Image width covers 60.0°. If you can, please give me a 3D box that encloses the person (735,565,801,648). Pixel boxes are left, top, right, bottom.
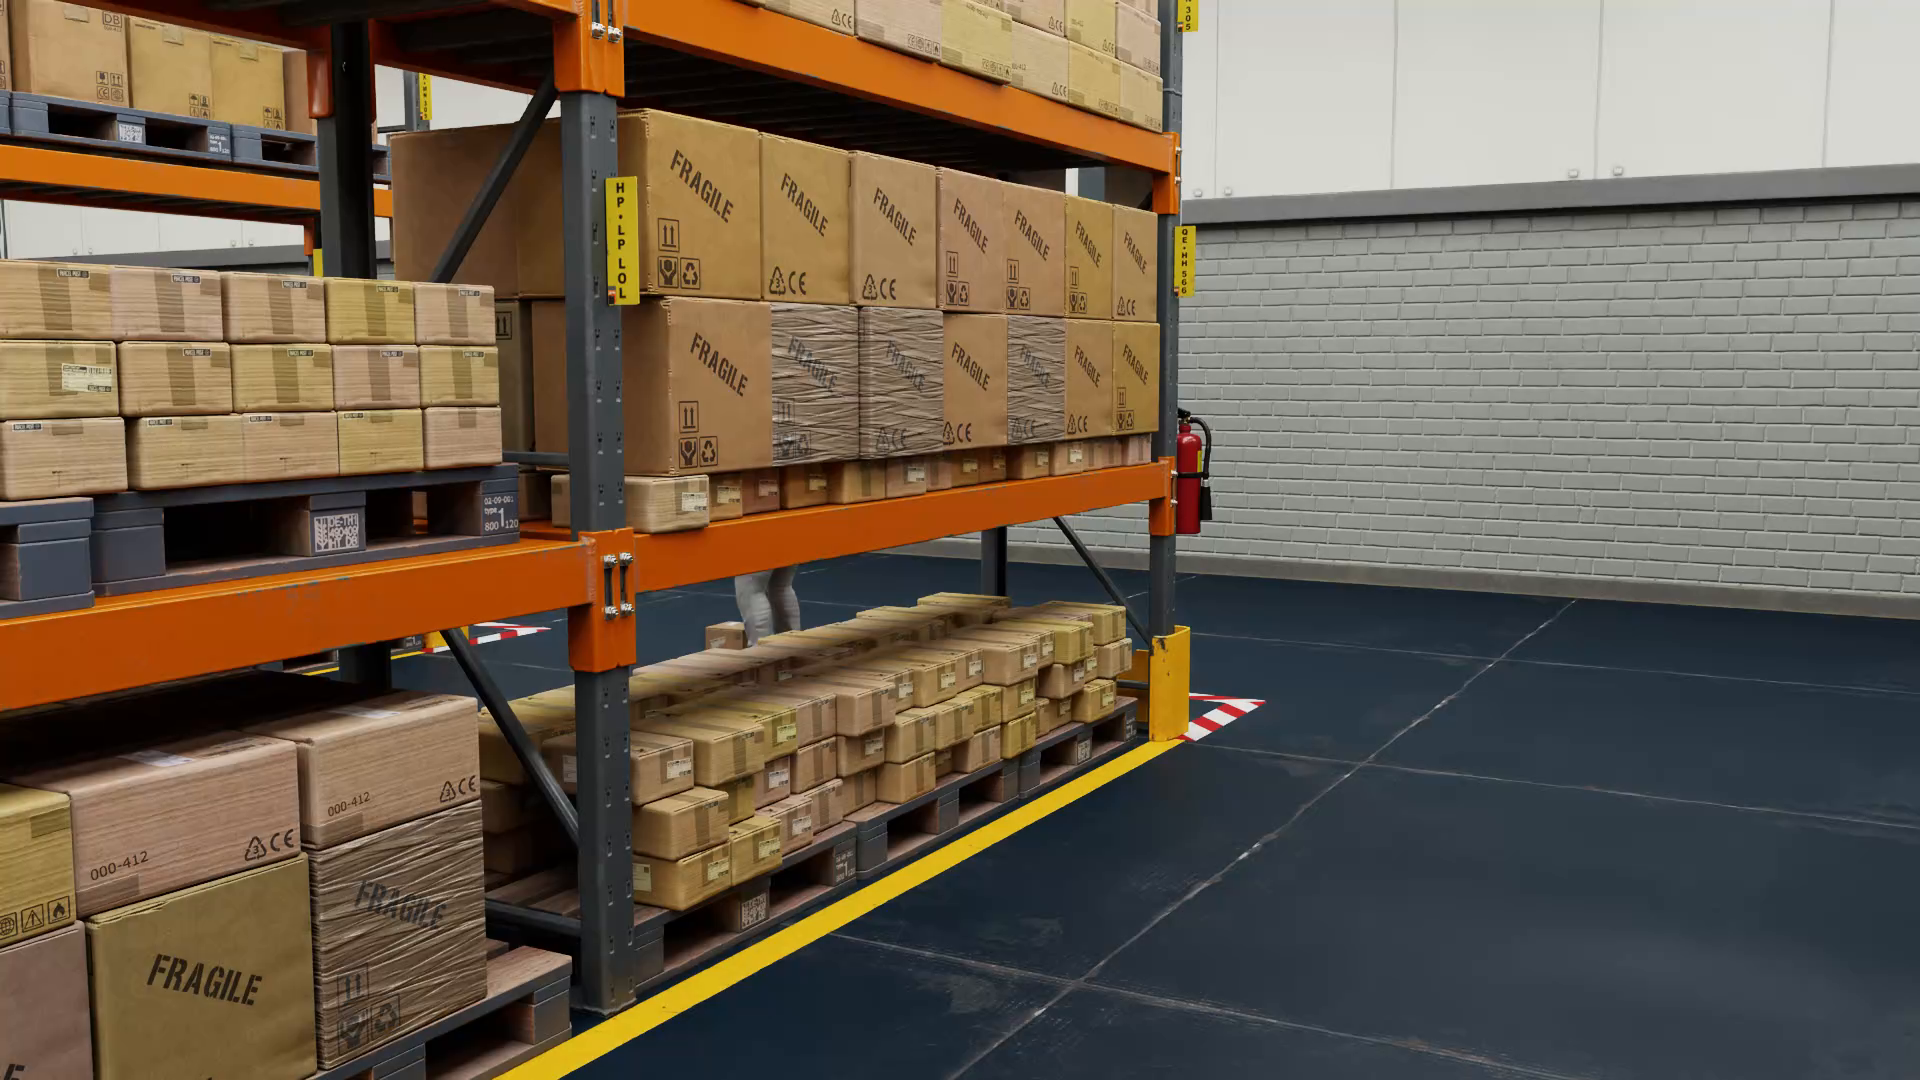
[{"bbox_3d":[-1.110,-0.070,9.507,0.468,1.665,0.554,3,7,25],"label":"person"}]
